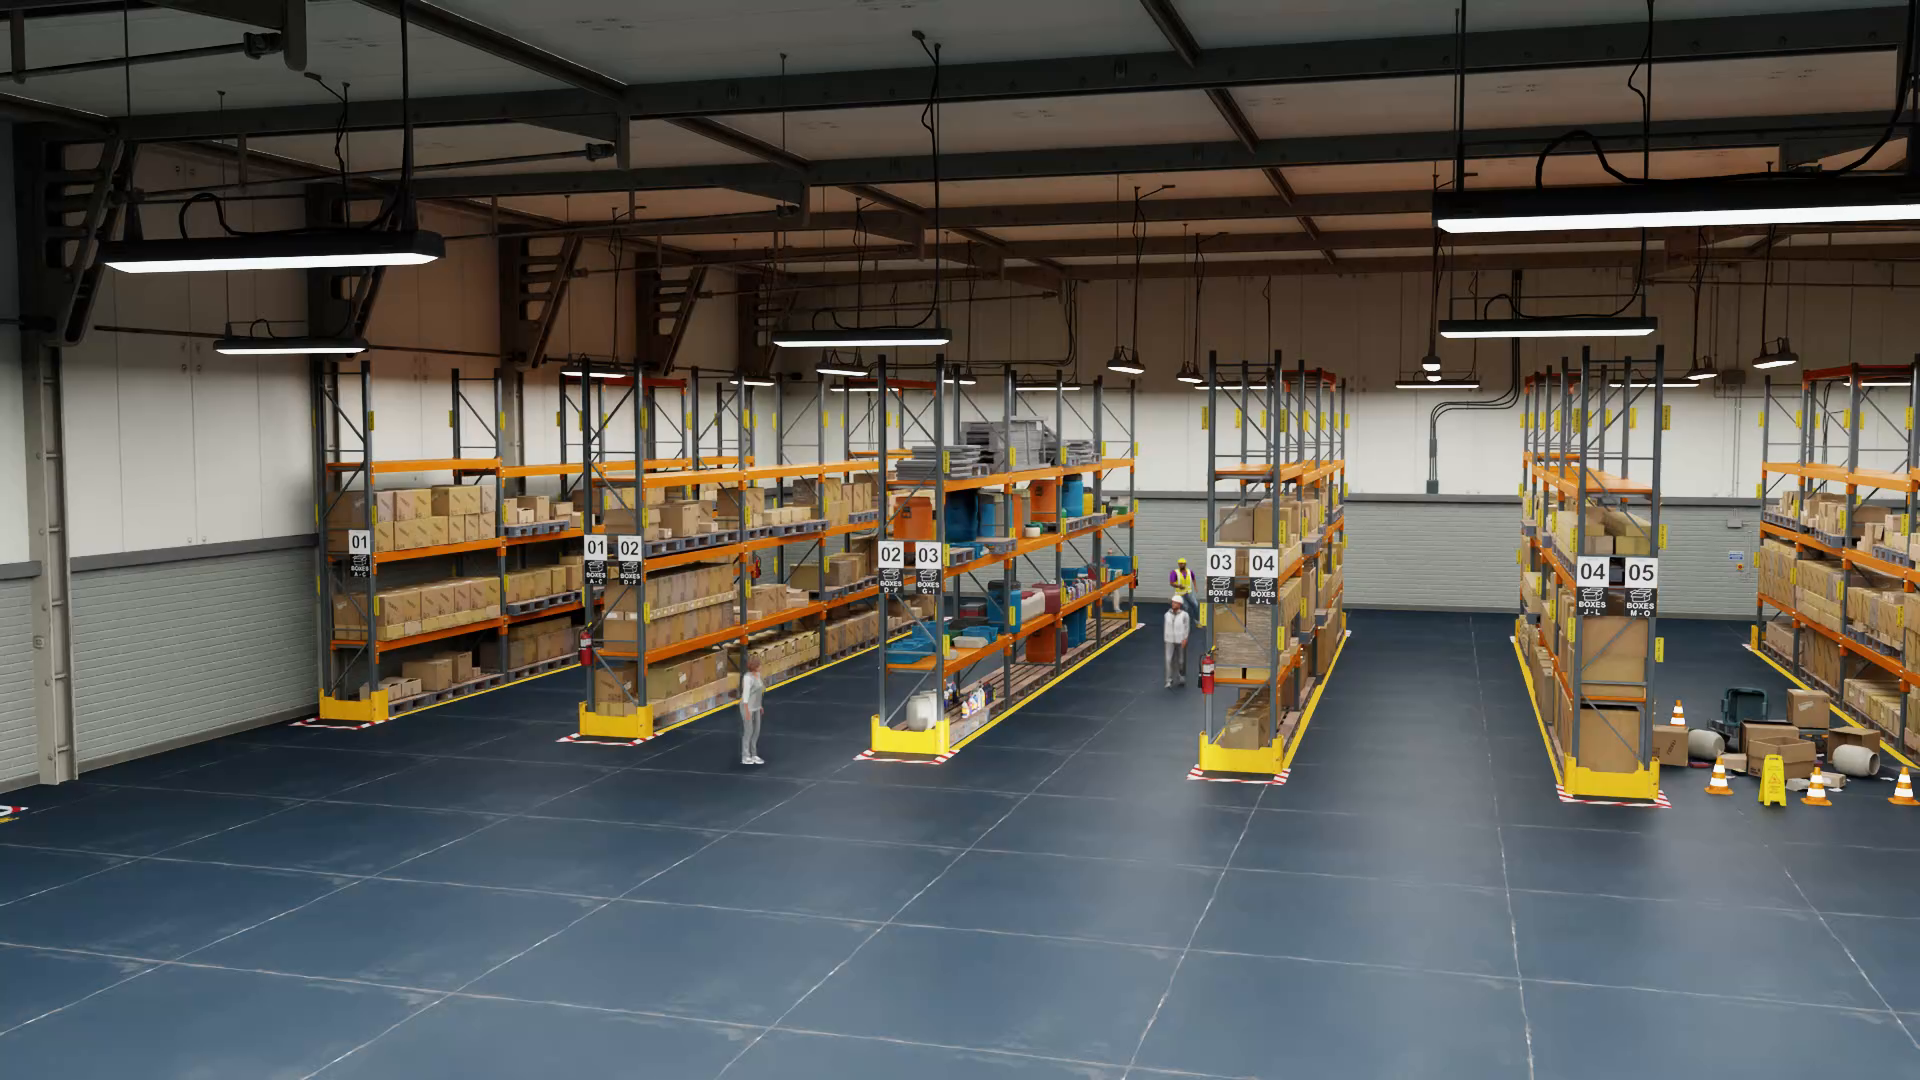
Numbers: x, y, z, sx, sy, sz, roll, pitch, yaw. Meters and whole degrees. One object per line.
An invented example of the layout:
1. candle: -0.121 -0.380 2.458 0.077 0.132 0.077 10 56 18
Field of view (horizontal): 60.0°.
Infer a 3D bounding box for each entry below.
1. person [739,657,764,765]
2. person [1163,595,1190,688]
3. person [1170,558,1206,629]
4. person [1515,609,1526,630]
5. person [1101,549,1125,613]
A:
1. person: -3.041 2.483 24.231 0.368 1.596 0.446 2 4 21
2. person: 4.072 1.905 31.302 0.534 1.729 1.018 1 4 14
3. person: 5.463 1.303 40.203 0.738 1.736 0.742 -2 5 -30
4. person: 13.593 1.357 39.443 0.994 1.634 0.528 -3 5 -37
5. person: 3.929 1.075 43.292 0.672 1.682 1.044 -2 4 -24
